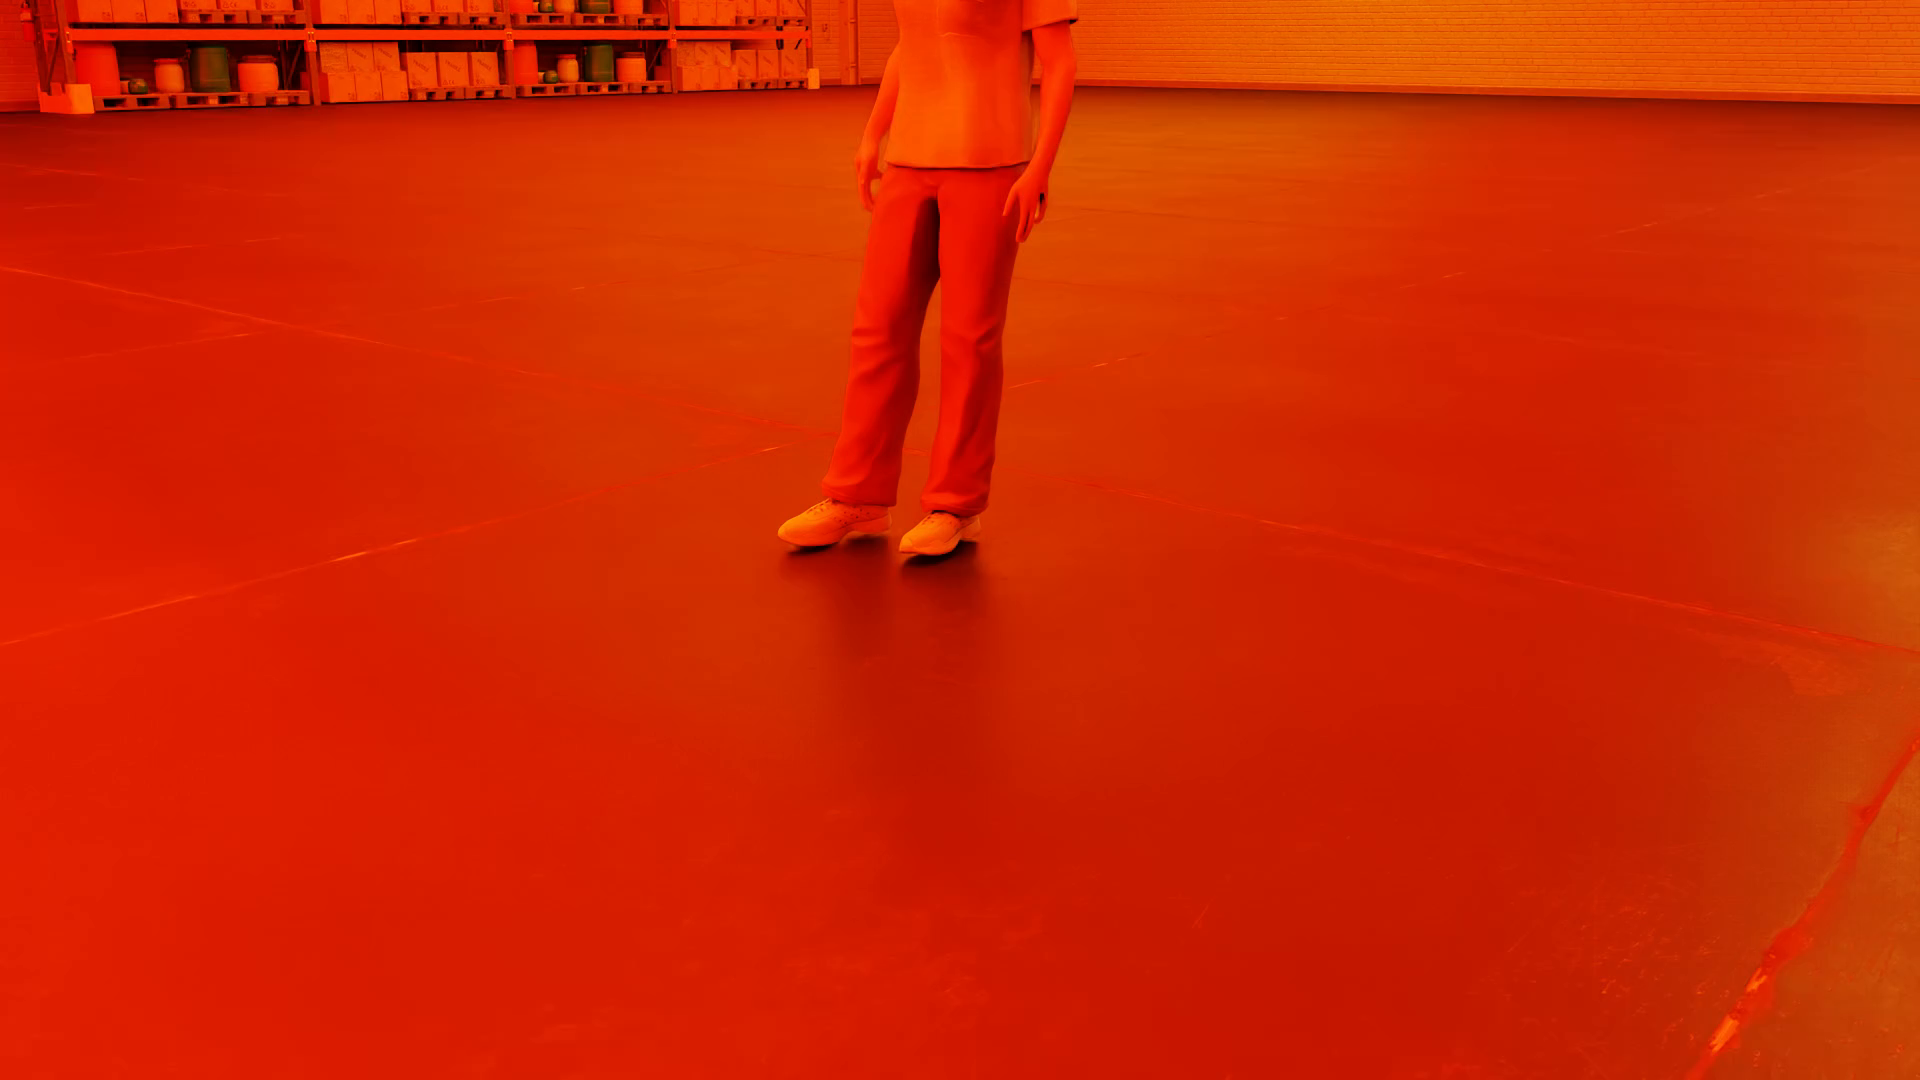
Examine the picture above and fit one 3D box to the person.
[{"bbox_3d":[-0.056,-0.794,3.649,0.553,1.673,0.548,13,21,37],"label":"person"}]
